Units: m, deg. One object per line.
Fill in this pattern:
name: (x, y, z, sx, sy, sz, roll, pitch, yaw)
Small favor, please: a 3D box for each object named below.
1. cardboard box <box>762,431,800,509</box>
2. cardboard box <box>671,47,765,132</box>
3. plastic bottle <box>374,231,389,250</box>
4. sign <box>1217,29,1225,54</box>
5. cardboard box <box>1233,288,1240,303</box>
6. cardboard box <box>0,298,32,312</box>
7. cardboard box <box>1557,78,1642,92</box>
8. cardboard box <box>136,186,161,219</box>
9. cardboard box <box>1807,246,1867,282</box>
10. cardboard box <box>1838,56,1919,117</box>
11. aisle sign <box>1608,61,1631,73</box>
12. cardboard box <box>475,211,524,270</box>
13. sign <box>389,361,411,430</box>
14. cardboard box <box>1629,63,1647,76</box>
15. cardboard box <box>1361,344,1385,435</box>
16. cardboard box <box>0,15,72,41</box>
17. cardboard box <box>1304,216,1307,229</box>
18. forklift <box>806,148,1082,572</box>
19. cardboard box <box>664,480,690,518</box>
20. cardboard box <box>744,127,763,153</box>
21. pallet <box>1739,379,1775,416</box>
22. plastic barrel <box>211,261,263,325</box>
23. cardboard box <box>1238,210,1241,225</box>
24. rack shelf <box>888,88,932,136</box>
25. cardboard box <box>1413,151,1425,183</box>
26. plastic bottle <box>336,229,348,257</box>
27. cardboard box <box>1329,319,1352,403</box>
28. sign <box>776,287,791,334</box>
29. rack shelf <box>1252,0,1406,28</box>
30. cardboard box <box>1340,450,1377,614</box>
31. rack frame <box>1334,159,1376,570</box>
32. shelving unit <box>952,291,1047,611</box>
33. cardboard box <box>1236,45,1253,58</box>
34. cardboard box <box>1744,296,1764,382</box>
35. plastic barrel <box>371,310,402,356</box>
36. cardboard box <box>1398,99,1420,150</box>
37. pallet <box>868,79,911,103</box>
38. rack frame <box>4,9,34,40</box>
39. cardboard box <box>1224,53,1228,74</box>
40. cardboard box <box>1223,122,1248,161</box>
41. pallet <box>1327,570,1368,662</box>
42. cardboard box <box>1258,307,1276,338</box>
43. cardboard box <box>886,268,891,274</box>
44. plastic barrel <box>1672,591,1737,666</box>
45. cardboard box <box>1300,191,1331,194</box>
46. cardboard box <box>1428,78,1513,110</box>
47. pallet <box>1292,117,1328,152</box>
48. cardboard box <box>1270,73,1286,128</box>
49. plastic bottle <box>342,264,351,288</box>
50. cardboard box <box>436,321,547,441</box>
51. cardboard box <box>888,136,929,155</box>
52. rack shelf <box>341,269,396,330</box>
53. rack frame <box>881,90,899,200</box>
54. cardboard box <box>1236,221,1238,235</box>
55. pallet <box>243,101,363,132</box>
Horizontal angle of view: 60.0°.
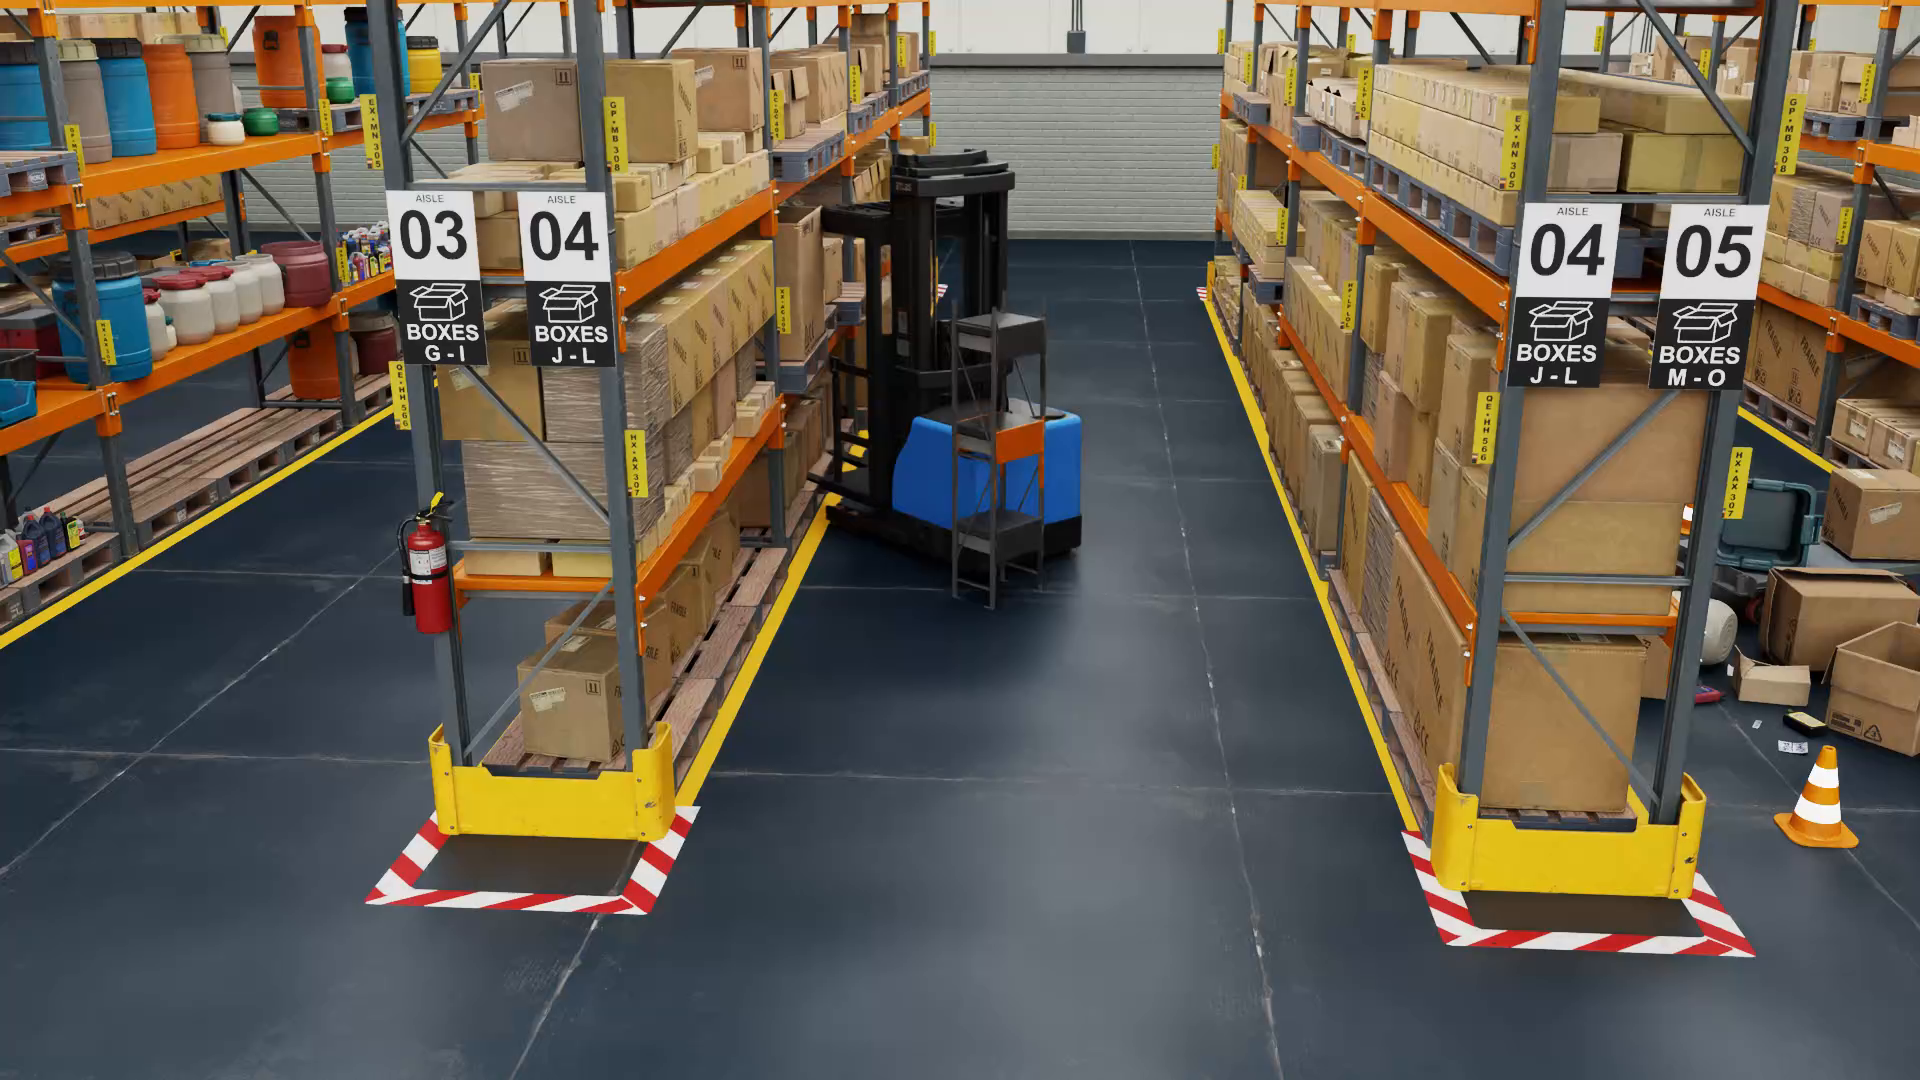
cardboard box: (-1.658, -0.560, 13.123, 0.700, 0.500, 0.500, 1, 18, 4)
cardboard box: (-1.555, -2.907, 10.720, 0.500, 0.500, 0.500, 1, 18, 2)
plastic bottle: (-6.124, -3.099, 17.643, 0.144, 0.351, 0.185, 1, 18, 4)
sign: (3.482, -6.639, 22.145, 0.100, 0.325, 0.005, 1, 18, 4)
cardboard box: (3.492, -2.945, 20.042, 0.380, 0.149, 0.250, 1, 18, 3)
cardboard box: (-10.914, -2.460, 18.922, 0.500, 0.500, 0.500, 2, 18, 5)
cardboard box: (3.328, -2.319, 8.654, 0.380, 0.149, 0.250, 2, 18, 5)
cardboard box: (-10.704, -4.422, 21.440, 0.500, 0.500, 0.500, 1, 18, 4)
cardboard box: (8.176, -2.544, 15.309, 0.500, 0.250, 0.500, 1, 18, 4)
cardboard box: (8.271, -4.016, 14.706, 0.797, 0.503, 0.637, 0, 18, 1)
aisle sign: (8.684, -5.971, 22.153, 0.394, 0.787, 0.004, 1, 18, 4)
cardboard box: (-2.283, -1.468, 8.010, 0.500, 0.250, 0.500, 2, 18, 5)
sign: (-2.616, -0.678, 7.806, 0.100, 0.325, 0.005, 1, 18, 4)
cardboard box: (8.660, -5.927, 20.945, 0.380, 0.149, 0.250, 2, 18, 6)
cardboard box: (3.148, -1.015, 10.963, 0.875, 0.550, 0.550, 1, 18, 4)
cardboard box: (-11.087, -6.008, 19.857, 0.700, 0.500, 0.500, 1, 18, 4)
cardboard box: (3.831, -3.312, 17.466, 0.380, 0.149, 0.250, 0, 18, 1)
forklift: (-0.413, -1.547, 12.937, 1.130, 2.935, 3.031, -15, 23, -38)
cardboard box: (-1.713, -0.232, 9.219, 0.380, 0.149, 0.250, 1, 18, 4)
cardboard box: (-1.512, -2.637, 10.937, 0.380, 0.149, 0.250, 2, 18, 6)
pallet: (8.616, -1.518, 17.216, 1.003, 0.211, 1.213, 1, 18, 4)
plastic barrel: (-6.321, -2.152, 14.493, 0.421, 0.512, 0.421, 0, 18, 0)
cardboard box: (3.215, -3.492, 18.014, 0.380, 0.149, 0.250, 2, 18, 5)
rack shelf: (-1.060, -5.390, 20.894, 1.077, 0.370, 4.000, 1, 18, 4)
cardboard box: (2.689, -2.034, 9.064, 0.380, 0.149, 0.250, 2, 18, 5)
plastic bottle: (-6.669, -3.168, 17.852, 0.144, 0.351, 0.185, 1, 18, 4)
cardboard box: (2.934, -1.274, 11.834, 0.500, 0.500, 0.500, 1, 18, 4)
sign: (-1.235, -1.602, 11.606, 0.100, 0.325, 0.005, 1, 18, 4)
rack shelf: (3.593, -5.241, 16.264, 1.077, 0.370, 4.000, 1, 18, 4)
cardboard box: (3.048, -0.055, 11.011, 0.875, 0.875, 0.875, 2, 18, 5)
rack frame: (3.163, -1.059, 11.337, 1.000, 3.000, 0.127, 1, 18, 4)
shelving unit: (0.264, -0.609, 11.409, 0.431, 2.100, 0.503, 17, 25, 42)
cardboard box: (3.551, -5.909, 20.120, 0.380, 0.149, 0.250, 1, 18, 3)
cardboard box: (8.659, -2.179, 17.494, 0.875, 0.875, 0.875, 2, 18, 6)
plastic barrel: (-6.380, -2.251, 18.298, 0.421, 0.512, 0.421, 0, 18, 0)
cardboard box: (2.778, -2.342, 9.365, 0.500, 0.250, 0.500, 1, 18, 3)
pallet: (-1.134, -5.323, 19.675, 1.003, 0.211, 1.213, 1, 18, 4)
rack frame: (-11.084, -6.759, 19.097, 1.000, 3.000, 0.127, 1, 18, 4)
cardboard box: (3.732, -6.244, 21.781, 0.500, 0.250, 0.500, 2, 18, 5)
cardboard box: (3.696, -5.159, 21.607, 0.500, 0.500, 0.500, 2, 18, 6)
pallet: (3.030, 0.501, 11.056, 1.003, 0.211, 1.213, 1, 18, 4)
cardboard box: (3.315, -2.202, 16.961, 0.500, 0.250, 0.500, 2, 18, 5)
cardboard box: (-1.229, -2.676, 19.011, 1.225, 0.875, 0.875, 1, 18, 4)
plastic barrel: (4.612, 0.552, 10.558, 0.512, 0.421, 0.421, 17, 25, 41)
cardboard box: (3.902, -3.777, 18.407, 0.380, 0.149, 0.250, 2, 18, 6)
cardboard box: (2.671, -2.334, 8.700, 0.380, 0.149, 0.250, 1, 18, 4)
pallet: (3.457, -3.436, 14.077, 1.213, 0.211, 1.003, 2, 18, 6)
cardboard box: (3.300, -4.268, 16.153, 0.500, 0.500, 0.500, 1, 18, 4)
plastic bottle: (-6.077, -2.622, 16.307, 0.152, 0.276, 0.135, 1, 18, 4)
cardboard box: (-2.271, -0.799, 8.300, 0.500, 0.500, 0.500, 1, 18, 4)
cardboard box: (-0.690, -5.197, 22.525, 0.500, 0.500, 0.500, 2, 18, 5)
rack shelf: (-6.287, -2.833, 17.907, 1.077, 0.370, 4.000, 1, 18, 4)
rack frame: (-1.203, -3.685, 19.353, 1.000, 3.000, 0.127, 1, 18, 4)
cardboard box: (3.235, -3.425, 18.288, 0.380, 0.149, 0.250, 2, 18, 5)
pallet: (-6.278, -4.125, 16.180, 1.003, 0.211, 1.213, 1, 18, 4)
